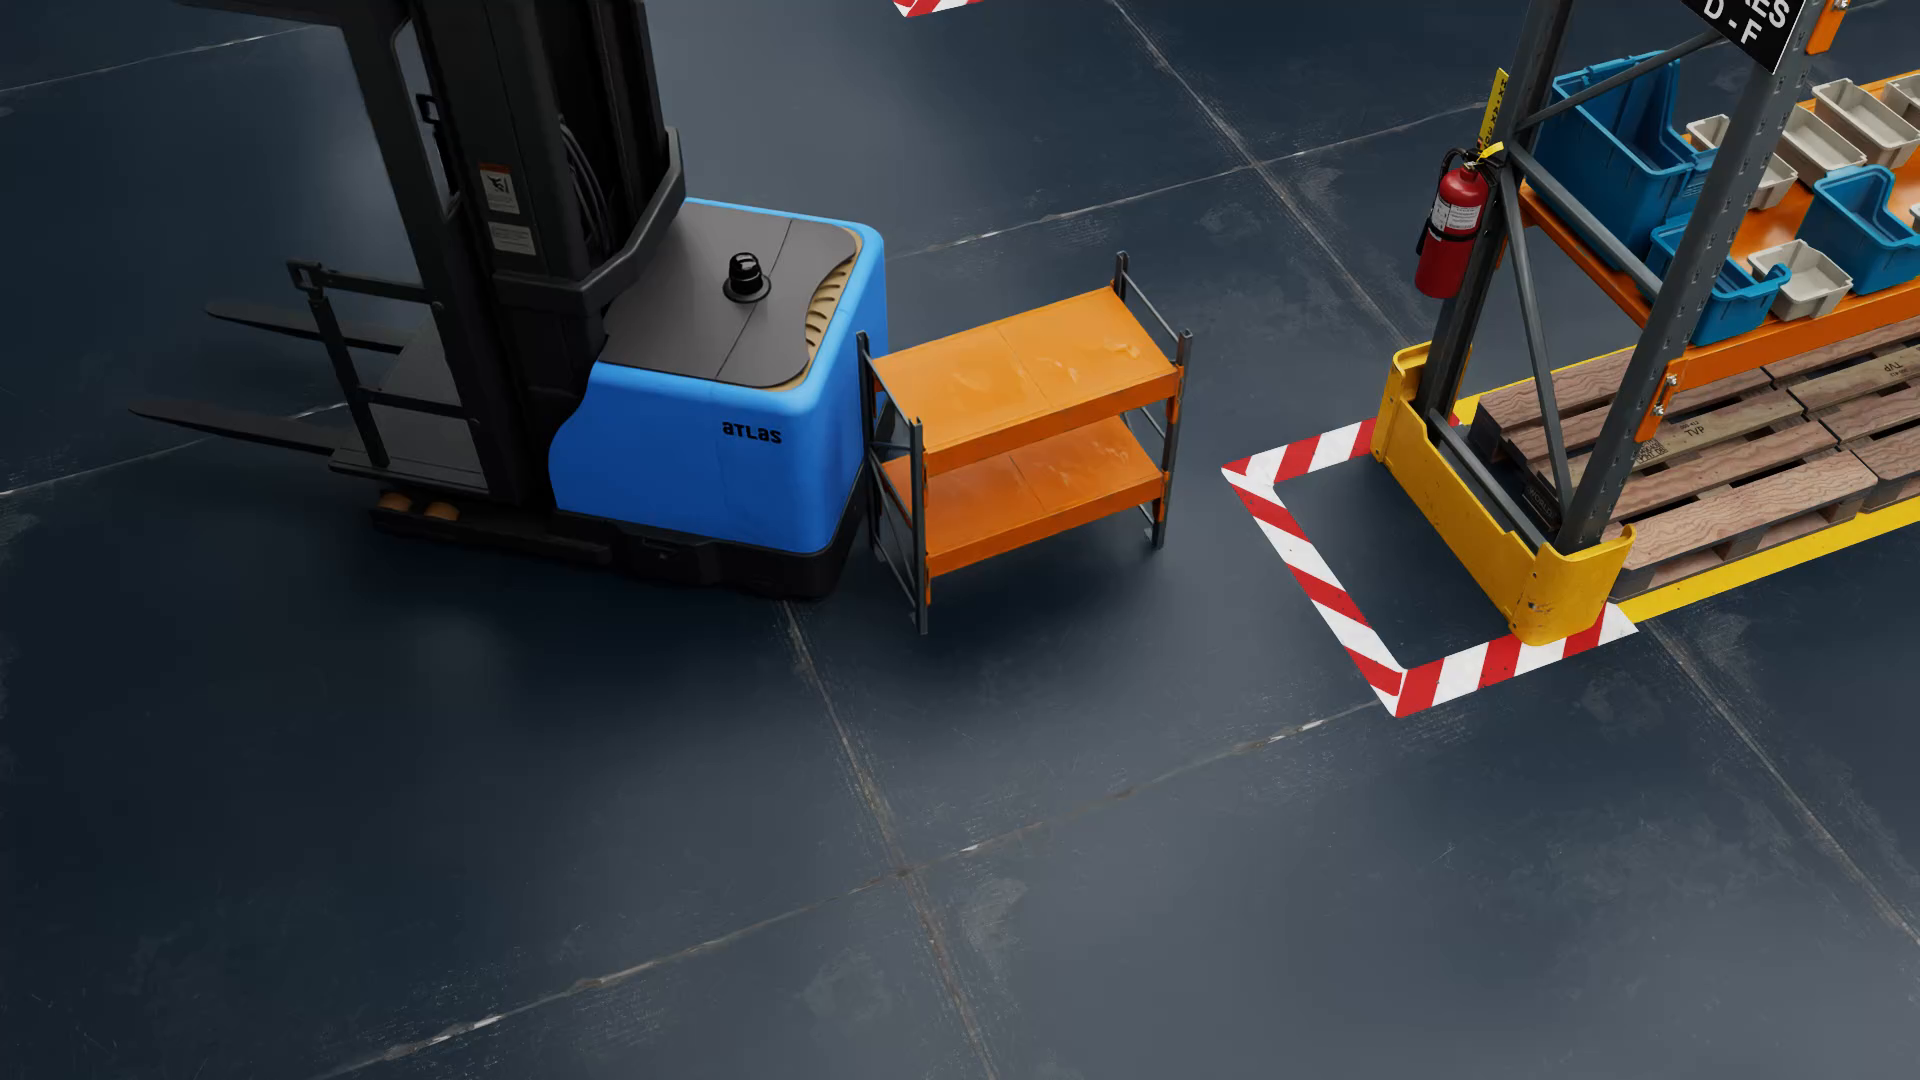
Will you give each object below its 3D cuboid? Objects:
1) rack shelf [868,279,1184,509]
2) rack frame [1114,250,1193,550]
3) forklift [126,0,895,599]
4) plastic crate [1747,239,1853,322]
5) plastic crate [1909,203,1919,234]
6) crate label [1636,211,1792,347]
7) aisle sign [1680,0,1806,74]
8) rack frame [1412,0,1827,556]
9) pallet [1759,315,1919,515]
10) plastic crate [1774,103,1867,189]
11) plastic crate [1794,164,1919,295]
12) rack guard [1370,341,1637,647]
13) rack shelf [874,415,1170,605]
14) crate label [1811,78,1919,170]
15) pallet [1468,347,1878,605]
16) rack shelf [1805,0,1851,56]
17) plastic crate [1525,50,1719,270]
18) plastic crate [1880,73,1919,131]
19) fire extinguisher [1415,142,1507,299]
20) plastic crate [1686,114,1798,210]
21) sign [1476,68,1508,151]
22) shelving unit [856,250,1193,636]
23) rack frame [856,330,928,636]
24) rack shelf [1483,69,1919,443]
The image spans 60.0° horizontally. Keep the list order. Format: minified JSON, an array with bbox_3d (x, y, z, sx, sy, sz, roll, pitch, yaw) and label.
[{"bbox_3d":[0.222,-0.533,5.921,1.000,0.278,0.538,-19,52,-16],"label":"rack shelf"},{"bbox_3d":[0.684,-0.504,6.282,0.032,1.125,0.500,-19,52,-16],"label":"rack frame"},{"bbox_3d":[-1.842,-1.327,5.798,3.031,2.935,1.130,10,50,9],"label":"forklift"},{"bbox_3d":[2.763,-0.845,5.473,0.298,0.136,0.250,-17,52,-14],"label":"plastic crate"},{"bbox_3d":[3.391,-1.039,5.640,0.298,0.136,0.250,-17,52,-14],"label":"plastic crate"},{"bbox_3d":[2.435,-0.842,5.408,0.303,0.233,0.416,-17,52,-14],"label":"crate label"},{"bbox_3d":[2.127,-1.655,4.322,0.004,0.787,0.394,-17,52,-14],"label":"aisle sign"},{"bbox_3d":[2.082,-1.038,5.505,0.127,3.000,1.000,-17,52,-14],"label":"rack frame"},{"bbox_3d":[3.987,-0.686,7.040,1.213,0.211,1.003,-17,52,-14],"label":"pallet"},{"bbox_3d":[3.042,-1.405,5.955,0.243,0.136,0.396,-17,52,-14],"label":"plastic crate"},{"bbox_3d":[3.044,-1.031,5.570,0.300,0.233,0.416,-17,52,-14],"label":"plastic crate"},{"bbox_3d":[2.064,-0.207,6.439,0.348,0.500,1.175,-17,52,-14],"label":"rack guard"},{"bbox_3d":[0.222,-0.183,6.329,1.000,0.278,0.538,-19,52,-16],"label":"rack shelf"},{"bbox_3d":[3.290,-1.502,6.038,0.243,0.136,0.396,-17,52,-14],"label":"crate label"},{"bbox_3d":[2.860,-0.338,6.742,1.213,0.211,1.003,-17,52,-14],"label":"pallet"},{"bbox_3d":[3.933,-2.354,5.132,4.000,0.370,1.077,-17,52,-14],"label":"rack shelf"},{"bbox_3d":[2.321,-1.296,5.664,0.499,0.435,0.616,-17,52,-14],"label":"plastic crate"},{"bbox_3d":[3.558,-1.600,6.122,0.250,0.136,0.298,-17,52,-14],"label":"plastic crate"},{"bbox_3d":[1.770,-1.167,5.912,0.183,0.674,0.296,-17,52,-14],"label":"fire extinguisher"},{"bbox_3d":[2.768,-1.332,5.892,0.243,0.136,0.396,-17,52,-14],"label":"plastic crate"},{"bbox_3d":[1.859,-1.473,5.771,0.005,0.325,0.100,-17,52,-14],"label":"sign"},{"bbox_3d":[0.222,-0.342,6.143,1.048,1.125,0.538,-19,52,-16],"label":"shelving unit"},{"bbox_3d":[-0.240,-0.181,6.004,0.032,1.125,0.500,-19,52,-16],"label":"rack frame"},{"bbox_3d":[3.933,-1.377,6.270,4.000,0.370,1.077,-17,52,-14],"label":"rack shelf"}]
